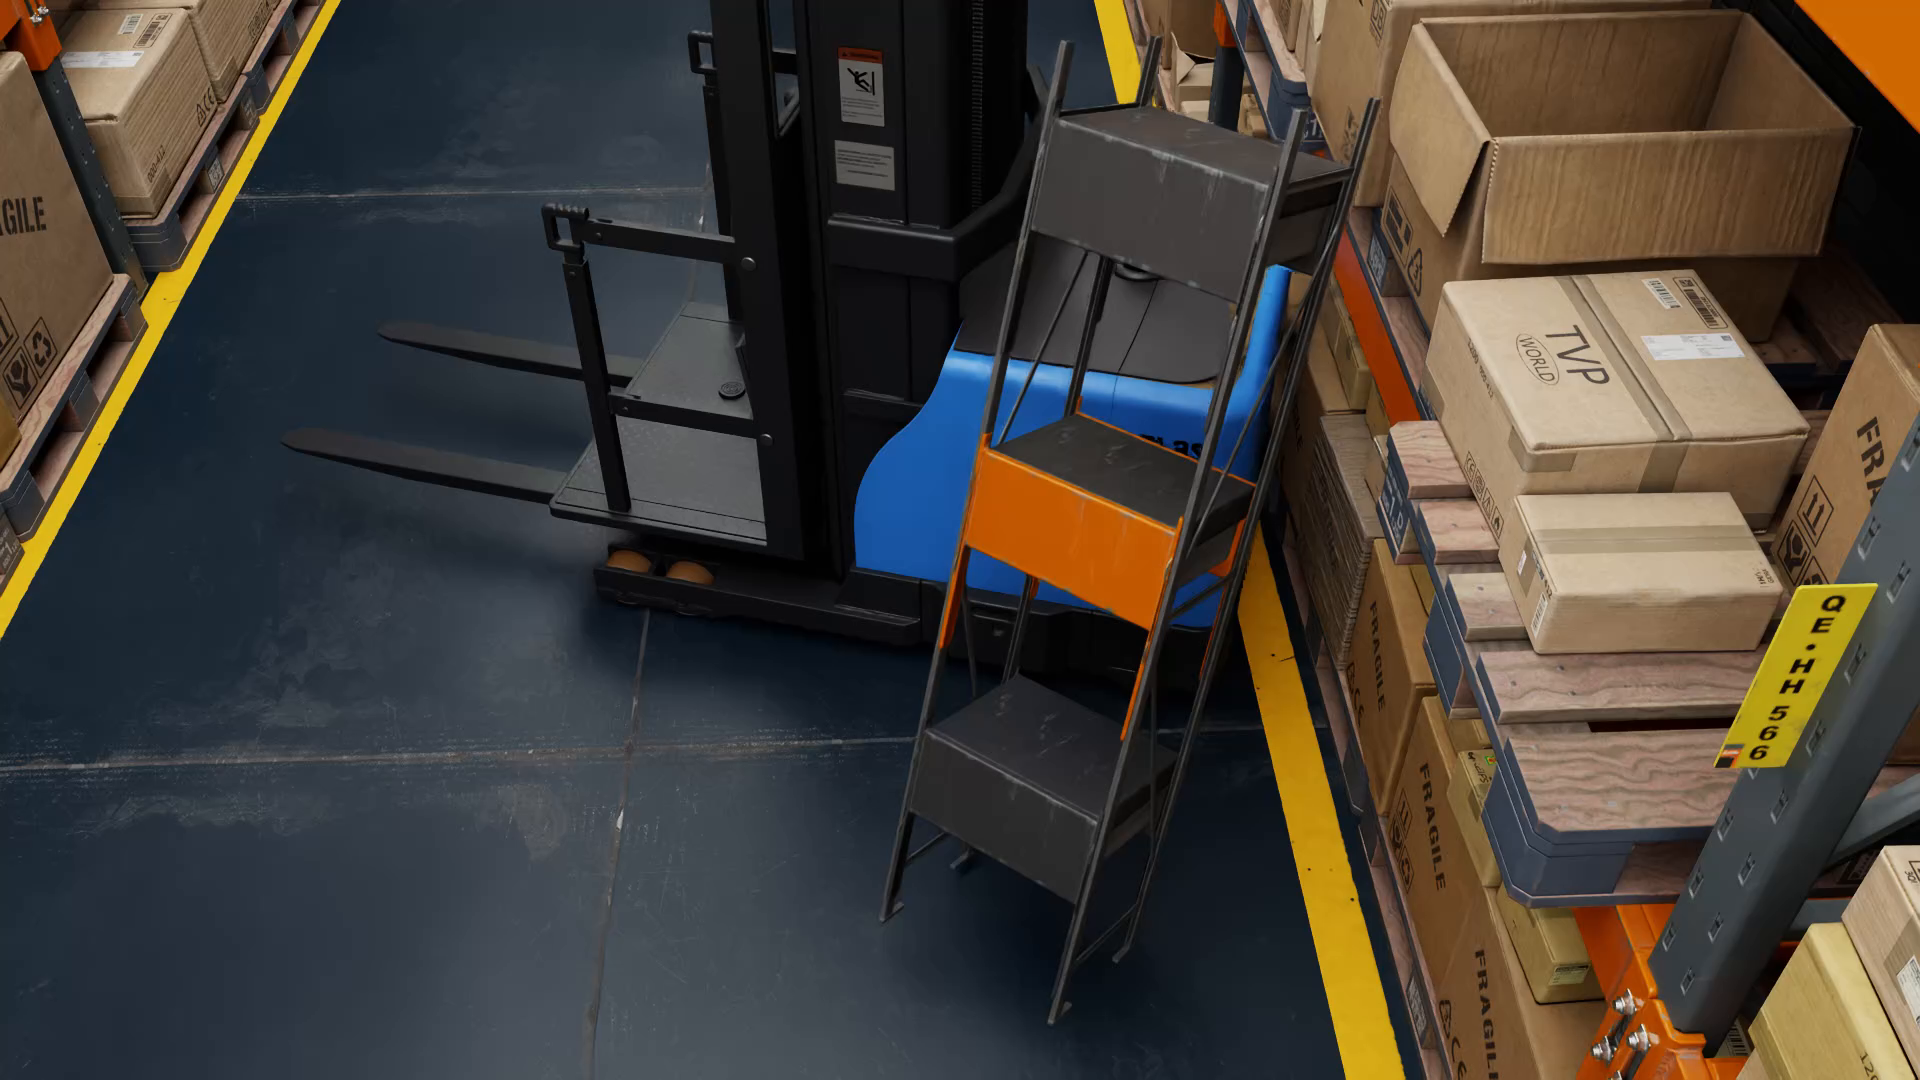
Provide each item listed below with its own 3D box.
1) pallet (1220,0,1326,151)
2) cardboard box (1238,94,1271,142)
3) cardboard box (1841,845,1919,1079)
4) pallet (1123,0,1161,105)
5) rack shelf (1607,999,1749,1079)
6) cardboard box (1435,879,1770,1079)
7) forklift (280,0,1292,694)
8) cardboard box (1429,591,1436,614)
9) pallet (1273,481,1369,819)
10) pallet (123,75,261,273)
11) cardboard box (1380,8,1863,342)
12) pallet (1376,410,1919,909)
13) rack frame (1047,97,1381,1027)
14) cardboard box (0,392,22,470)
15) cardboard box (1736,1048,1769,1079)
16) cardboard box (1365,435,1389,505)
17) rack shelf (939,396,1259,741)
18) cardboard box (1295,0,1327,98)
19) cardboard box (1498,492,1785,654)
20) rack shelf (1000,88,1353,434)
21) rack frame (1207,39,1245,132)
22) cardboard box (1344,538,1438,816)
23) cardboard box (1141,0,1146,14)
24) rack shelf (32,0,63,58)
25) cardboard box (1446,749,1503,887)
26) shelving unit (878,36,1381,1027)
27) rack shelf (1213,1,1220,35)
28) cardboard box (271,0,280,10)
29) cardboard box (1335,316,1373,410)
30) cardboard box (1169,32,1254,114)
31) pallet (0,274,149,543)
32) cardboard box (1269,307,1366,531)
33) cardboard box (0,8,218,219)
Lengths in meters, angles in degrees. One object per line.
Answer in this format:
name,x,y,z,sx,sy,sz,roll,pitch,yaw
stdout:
pallet,1.321,-1.538,4.850,1.003,0.211,1.213,-2,43,-2
cardboard box,1.146,-1.374,5.588,0.380,0.149,0.250,0,43,0
cardboard box,1.285,0.496,1.934,0.380,0.149,0.250,0,43,-1
pallet,1.313,-2.413,7.726,1.003,0.211,1.213,-2,43,-2
rack shelf,1.651,2.164,1.201,1.077,0.370,4.000,-2,43,-2
cardboard box,1.333,1.036,3.439,0.500,0.500,0.500,-1,43,-1
forklift,-0.604,-1.187,4.376,3.031,2.935,1.130,10,43,11
cardboard box,1.317,0.208,3.862,0.380,0.149,0.250,0,43,-1
pallet,1.523,0.250,4.821,1.003,0.211,1.213,-2,43,-2
pallet,-3.517,-1.494,6.724,1.003,0.211,1.213,-2,43,-2
cardboard box,1.312,-0.741,3.451,0.797,0.503,0.637,-3,43,-3
pallet,1.467,0.164,2.993,1.213,0.211,1.003,-2,43,-2
rack frame,0.509,0.126,3.517,0.015,2.100,0.400,25,28,26
cardboard box,-3.410,-0.352,4.676,0.875,0.875,0.875,-1,43,-1
cardboard box,1.341,0.911,2.148,0.500,0.250,0.500,-1,43,-2
cardboard box,1.264,-0.146,4.248,0.380,0.149,0.250,-4,43,-4
rack shelf,0.308,0.045,3.630,0.480,0.518,0.431,25,28,26
cardboard box,1.072,-1.308,4.246,0.396,0.266,0.258,0,43,0
cardboard box,1.155,0.054,2.846,0.380,0.149,0.250,-1,43,-1
rack shelf,0.437,-0.576,3.334,0.480,0.518,0.431,25,28,26
rack frame,1.396,-2.152,5.377,1.000,3.000,0.127,-2,43,-2
cardboard box,1.298,0.345,4.193,0.500,0.500,0.500,0,43,0
cardboard box,1.078,-2.732,7.549,0.500,0.500,0.500,-1,43,-1
rack shelf,-3.648,-3.092,6.935,1.077,0.370,4.000,-2,43,-2
cardboard box,1.250,0.567,3.471,0.380,0.149,0.250,-4,43,-4
shelving unit,0.310,0.033,3.624,0.503,2.100,0.431,25,28,26
rack shelf,1.311,-3.237,7.093,1.077,0.370,4.000,-2,43,-2
cardboard box,-3.557,-2.857,7.732,0.875,0.438,0.875,-1,43,-1
cardboard box,1.264,-0.495,4.629,0.380,0.149,0.250,0,43,0
cardboard box,1.064,-1.907,6.823,0.396,0.266,0.258,0,43,0
pallet,-3.455,-0.460,5.596,1.003,0.211,1.213,-2,43,-2
cardboard box,1.241,-0.356,4.957,0.500,0.500,0.500,-3,43,-3
cardboard box,-3.482,-1.644,6.409,0.875,0.438,0.875,-2,43,-2
